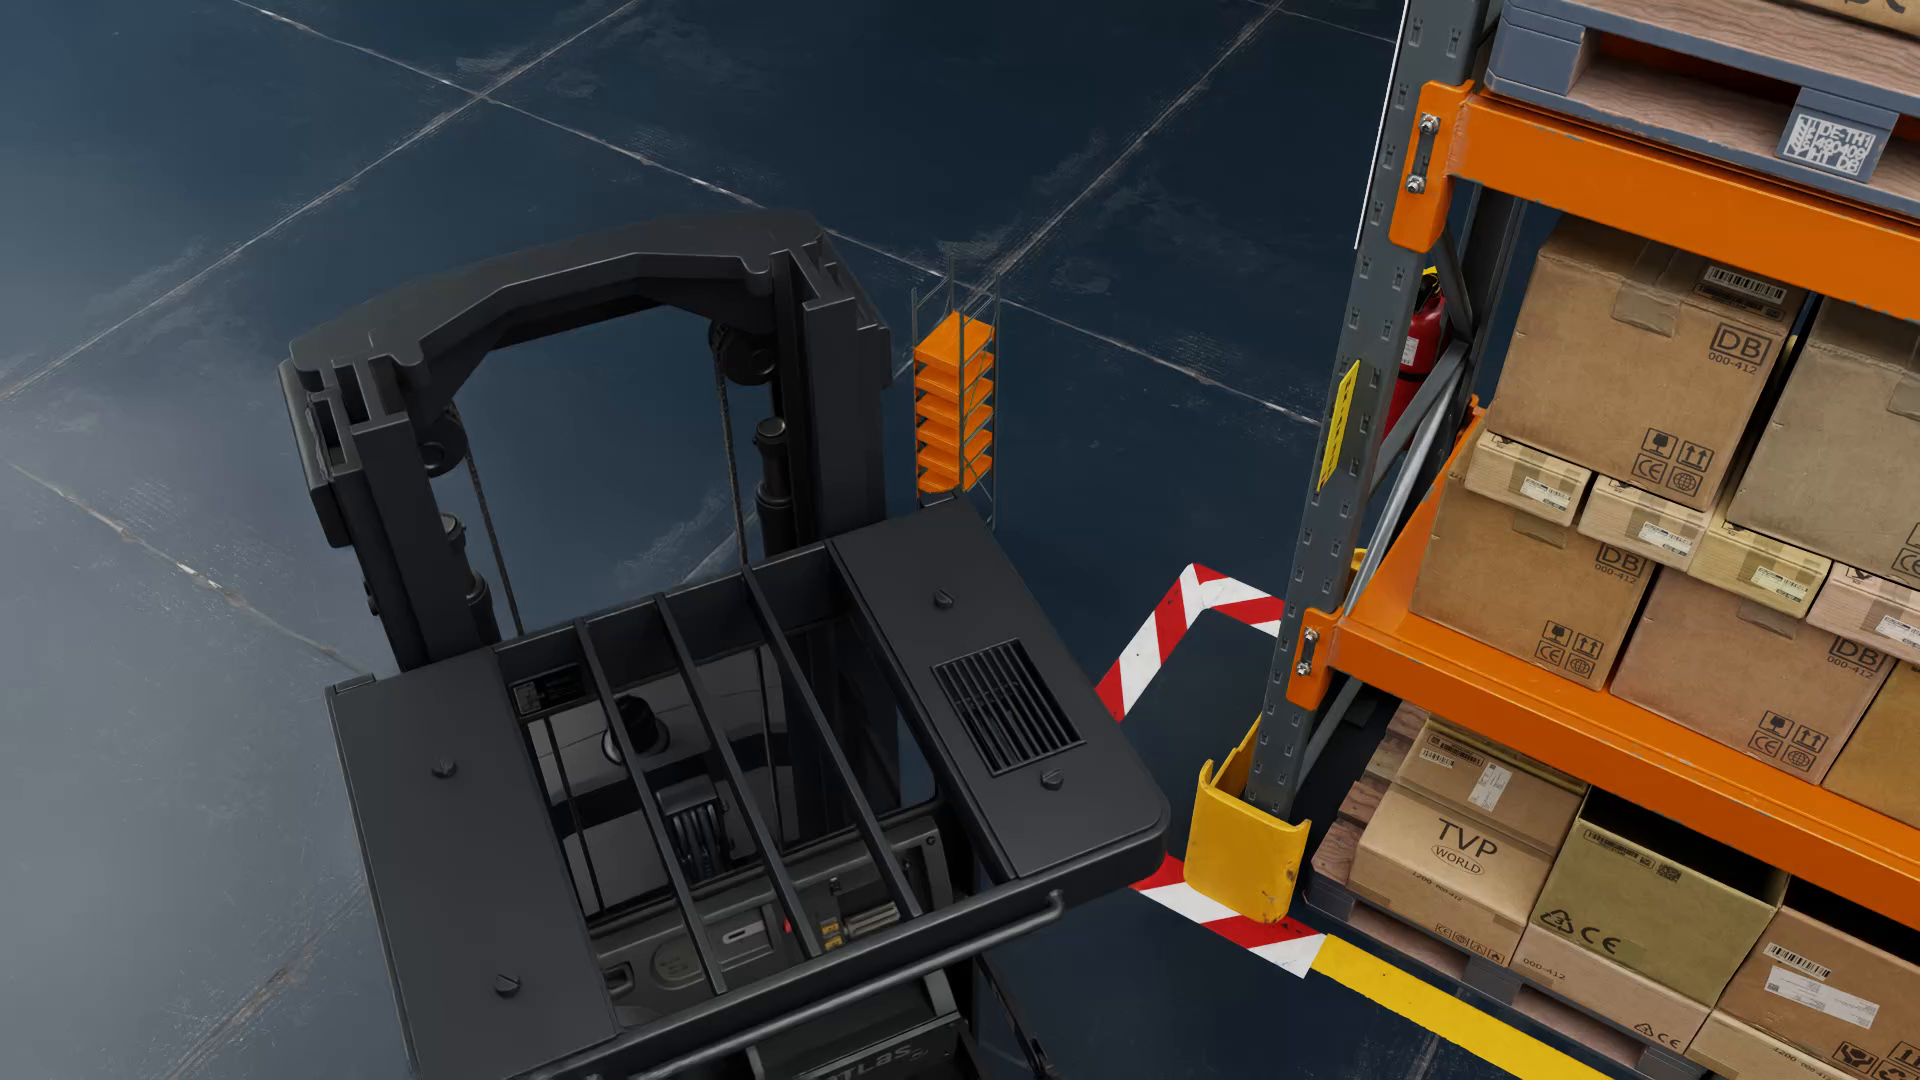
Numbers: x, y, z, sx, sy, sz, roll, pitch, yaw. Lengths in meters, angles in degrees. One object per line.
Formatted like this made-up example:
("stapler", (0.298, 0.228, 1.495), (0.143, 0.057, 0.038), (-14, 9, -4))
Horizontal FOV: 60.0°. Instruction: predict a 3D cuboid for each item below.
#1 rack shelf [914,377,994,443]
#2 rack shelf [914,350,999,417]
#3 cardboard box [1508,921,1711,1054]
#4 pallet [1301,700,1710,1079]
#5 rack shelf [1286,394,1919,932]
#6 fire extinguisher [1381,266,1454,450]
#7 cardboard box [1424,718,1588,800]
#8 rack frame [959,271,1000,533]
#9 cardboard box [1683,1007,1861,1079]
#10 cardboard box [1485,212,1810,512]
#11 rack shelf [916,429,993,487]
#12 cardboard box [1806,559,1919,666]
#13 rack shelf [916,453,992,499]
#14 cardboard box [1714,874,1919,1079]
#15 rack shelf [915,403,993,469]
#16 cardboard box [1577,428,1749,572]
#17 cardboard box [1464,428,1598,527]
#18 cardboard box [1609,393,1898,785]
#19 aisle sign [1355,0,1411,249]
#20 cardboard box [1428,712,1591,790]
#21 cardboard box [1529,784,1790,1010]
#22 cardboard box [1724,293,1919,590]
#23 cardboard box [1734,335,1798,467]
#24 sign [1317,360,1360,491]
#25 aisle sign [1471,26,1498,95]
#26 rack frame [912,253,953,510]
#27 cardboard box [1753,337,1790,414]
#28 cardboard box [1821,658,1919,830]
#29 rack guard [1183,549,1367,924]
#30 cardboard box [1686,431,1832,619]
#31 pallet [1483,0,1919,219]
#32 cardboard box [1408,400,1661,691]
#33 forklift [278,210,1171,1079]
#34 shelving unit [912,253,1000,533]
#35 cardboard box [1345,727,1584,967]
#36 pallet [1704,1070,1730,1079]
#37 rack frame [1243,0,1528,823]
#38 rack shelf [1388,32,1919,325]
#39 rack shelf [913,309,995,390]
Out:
("rack shelf", (-0.012, -0.476, 5.771), (0.180, 0.103, 0.258), (25, 51, 22))
("rack shelf", (-0.012, -0.560, 5.685), (0.180, 0.103, 0.258), (25, 51, 22))
("cardboard box", (1.911, 1.087, 4.726), (0.500, 0.250, 0.500), (25, 51, 22))
("pallet", (1.823, 0.985, 5.146), (1.213, 0.211, 1.003), (25, 51, 22))
("rack shelf", (2.840, 0.767, 3.914), (4.000, 0.370, 1.077), (25, 51, 22))
("fire extinguisher", (1.308, -0.557, 4.754), (0.183, 0.674, 0.296), (25, 51, 22))
("cardboard box", (1.767, 0.583, 5.216), (0.500, 0.250, 0.500), (25, 51, 22))
("rack frame", (0.065, -0.388, 5.791), (0.006, 1.200, 0.240), (25, 51, 22))
("cardboard box", (2.331, 1.281, 4.538), (0.500, 0.250, 0.500), (25, 51, 22))
("cardboard box", (1.587, -0.536, 3.705), (0.500, 0.500, 0.700), (25, 51, 22))
("rack shelf", (-0.012, -0.309, 5.943), (0.180, 0.103, 0.258), (25, 51, 22))
("cardboard box", (2.015, 0.060, 3.578), (0.250, 0.149, 0.380), (24, 50, 22))
("rack shelf", (-0.012, -0.226, 6.029), (0.180, 0.103, 0.258), (25, 51, 22))
("cardboard box", (2.337, 1.013, 4.276), (0.500, 0.500, 0.500), (25, 51, 22))
("rack shelf", (-0.012, -0.393, 5.857), (0.180, 0.103, 0.258), (25, 51, 22))
("cardboard box", (1.594, -0.136, 3.769), (0.250, 0.149, 0.380), (23, 50, 21))
("cardboard box", (1.370, -0.237, 3.866), (0.250, 0.149, 0.380), (24, 51, 22))
("cardboard box", (1.987, 0.096, 3.995), (0.500, 0.500, 0.700), (26, 51, 23))
("aisle sign", (0.936, -1.004, 3.322), (0.004, 0.787, 0.394), (25, 51, 22))
("cardboard box", (1.768, 0.321, 4.948), (0.500, 0.500, 0.500), (25, 51, 22))
("cardboard box", (1.910, 0.827, 4.456), (0.500, 0.500, 0.500), (25, 51, 22))
("cardboard box", (2.033, -0.335, 3.510), (0.500, 0.500, 0.700), (23, 50, 21))
("cardboard box", (2.017, -0.286, 3.915), (0.250, 0.149, 0.380), (24, 50, 22))
("sign", (0.852, -0.254, 3.747), (0.005, 0.325, 0.100), (25, 51, 22))
("aisle sign", (1.260, -1.366, 3.674), (0.004, 0.787, 0.394), (25, 51, 22))
("rack frame", (-0.089, -0.459, 5.860), (0.006, 1.200, 0.240), (25, 51, 22))
("cardboard box", (1.802, -0.385, 4.011), (0.250, 0.149, 0.380), (26, 51, 23))
("cardboard box", (2.402, 0.292, 3.805), (0.500, 0.500, 0.700), (25, 51, 22))
("rack guard", (1.136, 0.604, 5.314), (0.348, 0.500, 1.175), (25, 51, 22))
("cardboard box", (1.803, -0.039, 3.674), (0.250, 0.149, 0.380), (25, 51, 22))
("pallet", (1.738, -0.983, 3.084), (1.213, 0.211, 1.003), (25, 51, 22))
("cardboard box", (1.542, -0.104, 4.190), (0.500, 0.500, 0.700), (25, 51, 22))
("forklift", (-0.363, 0.982, 3.252), (1.130, 2.935, 3.031), (-18, 48, -17))
("shelving unit", (-0.012, -0.424, 5.825), (0.189, 1.200, 0.258), (25, 51, 22))
("cardboard box", (1.488, 0.896, 4.912), (0.500, 0.250, 0.500), (25, 51, 22))
("pallet", (2.846, 1.458, 4.686), (1.213, 0.211, 1.003), (25, 51, 22))
("rack frame", (1.156, -0.258, 4.409), (0.127, 3.000, 1.000), (25, 51, 22))
("rack shelf", (2.840, -0.278, 2.839), (4.000, 0.370, 1.077), (25, 51, 22))
("rack shelf", (-0.012, -0.644, 5.599), (0.180, 0.103, 0.258), (25, 51, 22))
